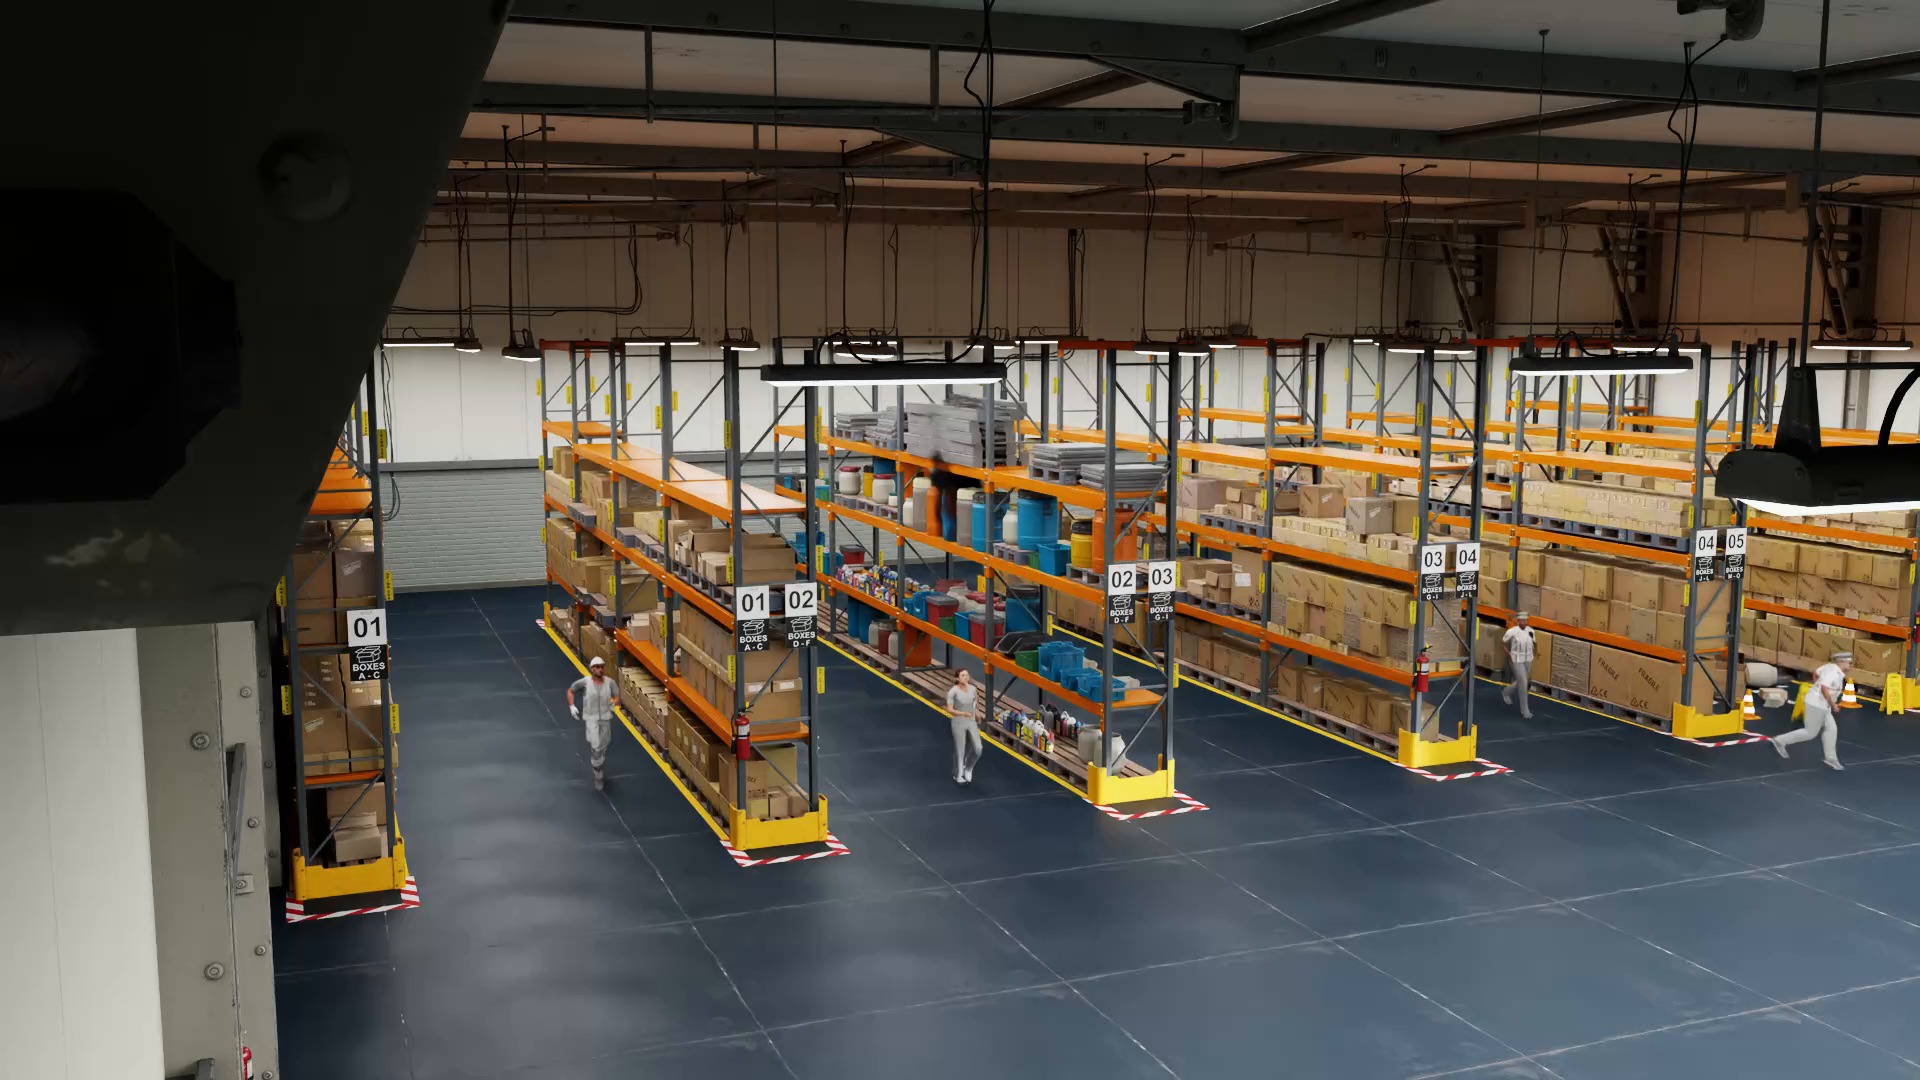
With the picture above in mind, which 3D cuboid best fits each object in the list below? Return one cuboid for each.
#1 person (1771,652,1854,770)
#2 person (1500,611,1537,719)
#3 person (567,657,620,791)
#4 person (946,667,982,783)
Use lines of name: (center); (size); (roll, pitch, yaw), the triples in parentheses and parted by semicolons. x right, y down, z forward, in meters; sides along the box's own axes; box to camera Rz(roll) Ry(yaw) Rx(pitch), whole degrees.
person: (12.210, 2.432, 23.854); (0.997, 1.735, 0.688); (2, 8, 18)
person: (9.127, 1.983, 27.091); (0.570, 1.711, 0.849); (-2, 8, -16)
person: (-4.989, 2.501, 22.835); (0.669, 1.807, 0.762); (-4, 9, -29)
person: (0.078, 2.551, 22.796); (0.543, 1.634, 0.619); (-3, 8, -24)
